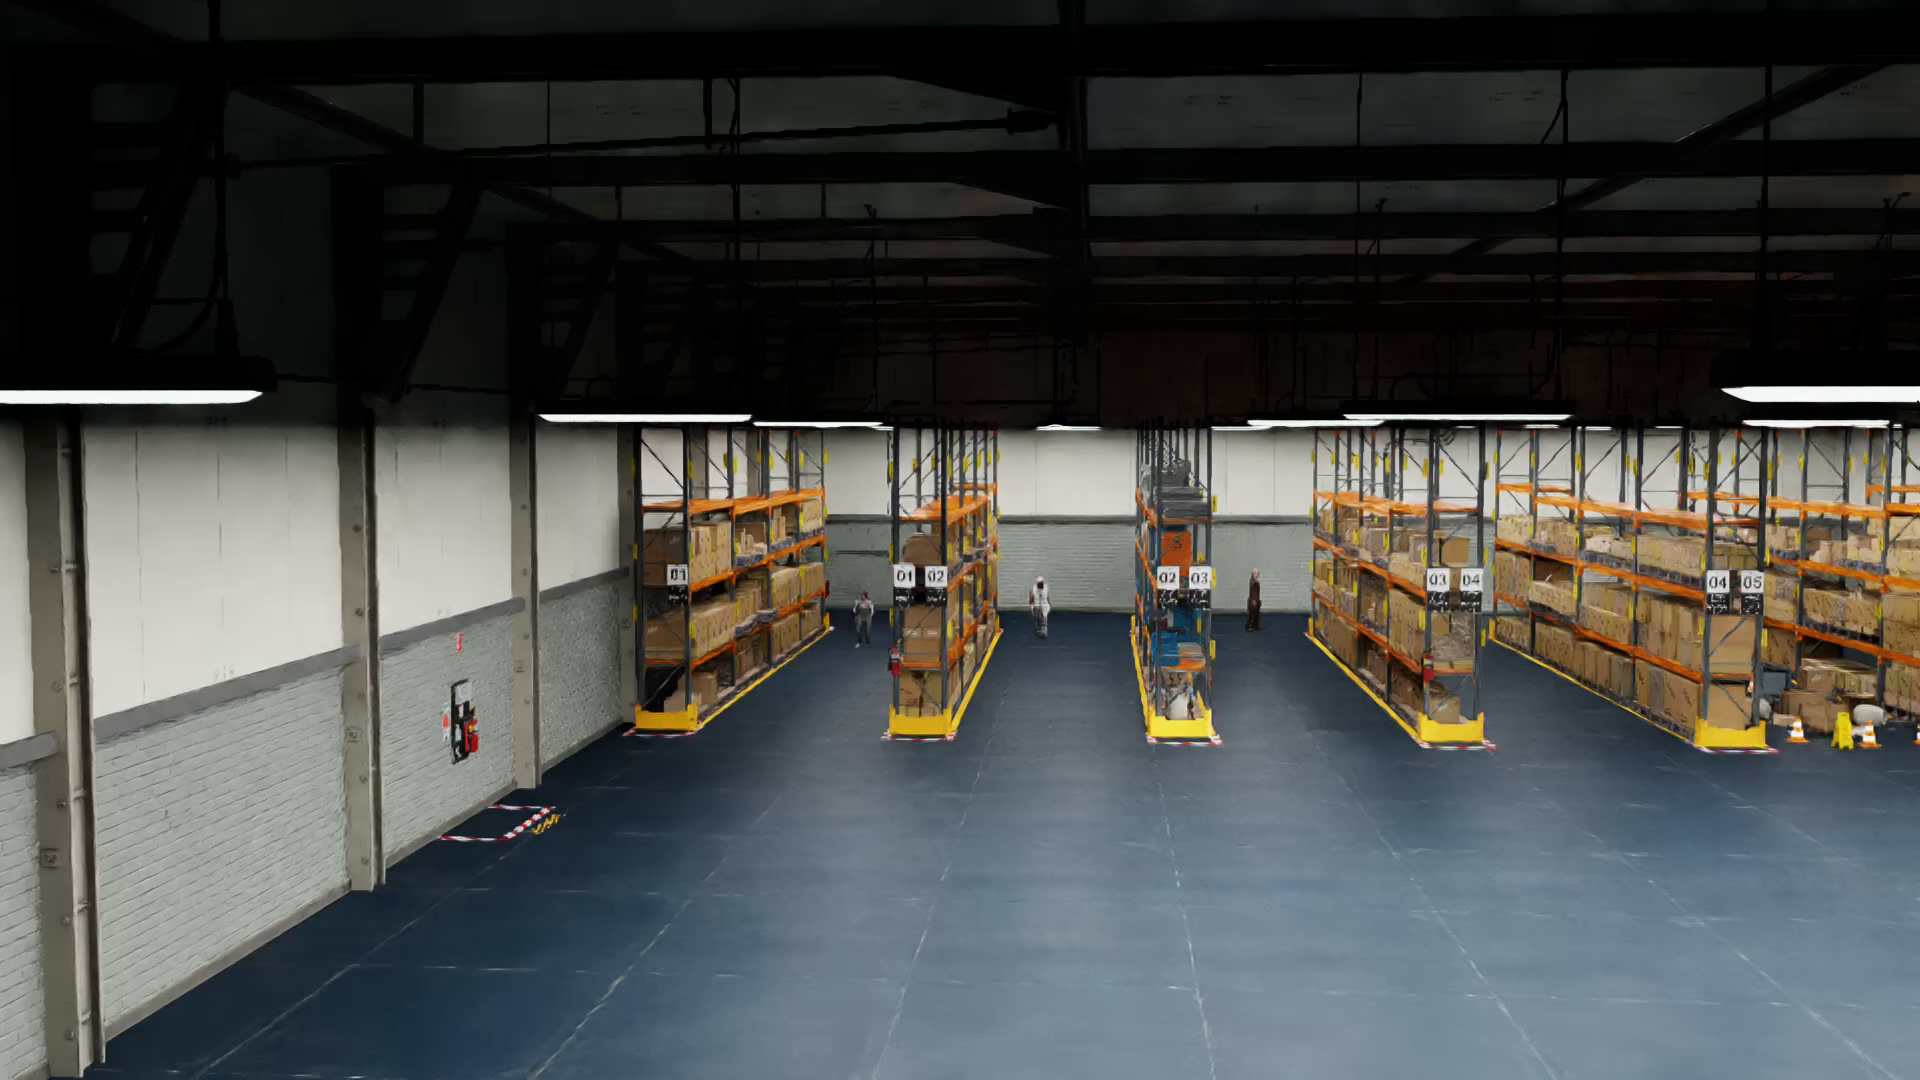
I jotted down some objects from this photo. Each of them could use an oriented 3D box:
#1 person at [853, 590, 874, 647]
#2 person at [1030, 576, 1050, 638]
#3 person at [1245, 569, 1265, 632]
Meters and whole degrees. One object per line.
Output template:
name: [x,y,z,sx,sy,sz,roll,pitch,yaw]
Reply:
person: [-2.548,2.085,44.047,0.566,1.541,0.519,0,4,2]
person: [2.224,1.836,46.289,0.566,1.706,1.122,0,4,7]
person: [8.417,1.716,47.531,0.481,1.782,0.669,2,4,27]
